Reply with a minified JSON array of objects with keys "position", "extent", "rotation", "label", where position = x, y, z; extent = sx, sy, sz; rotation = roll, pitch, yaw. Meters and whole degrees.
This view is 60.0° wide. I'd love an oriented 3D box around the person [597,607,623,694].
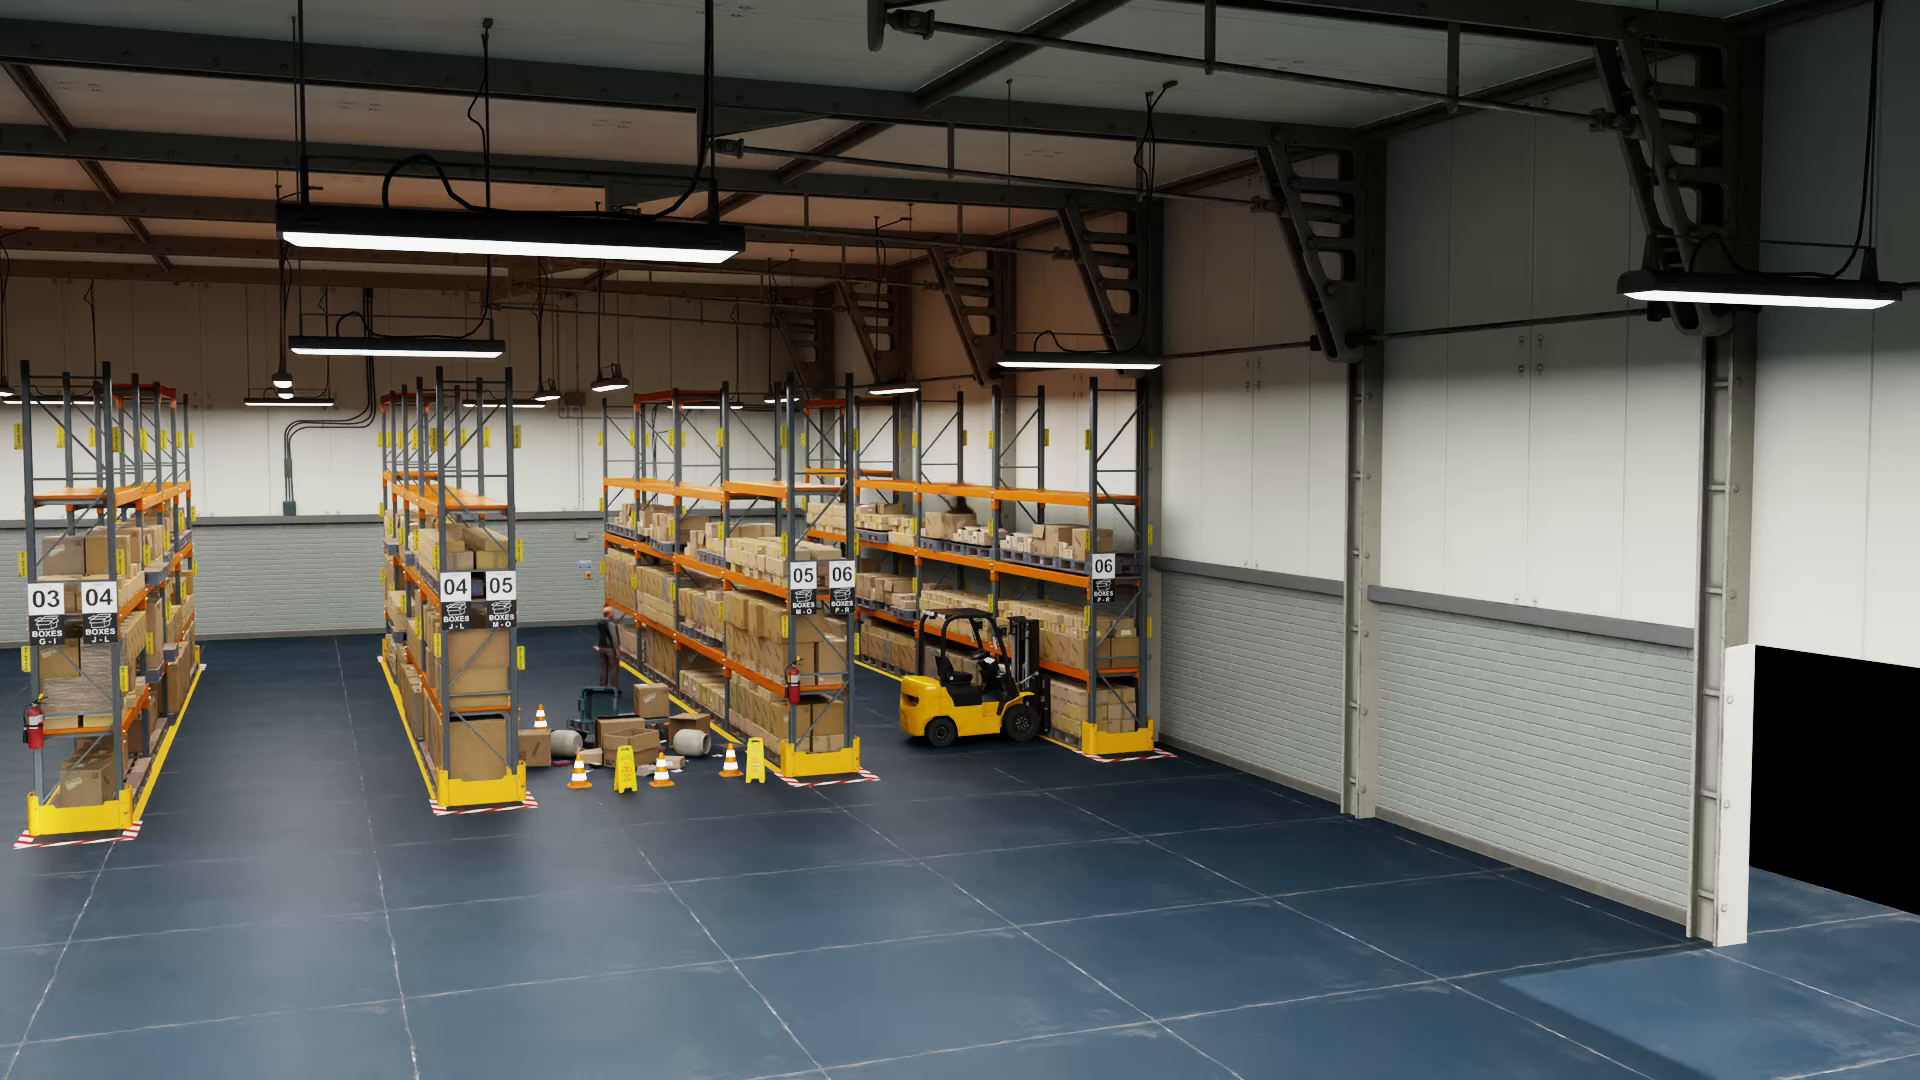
[{"position":[-6.862,2.170,32.634],"extent":[0.587,1.723,0.413],"rotation":[3,4,37],"label":"person"}]
